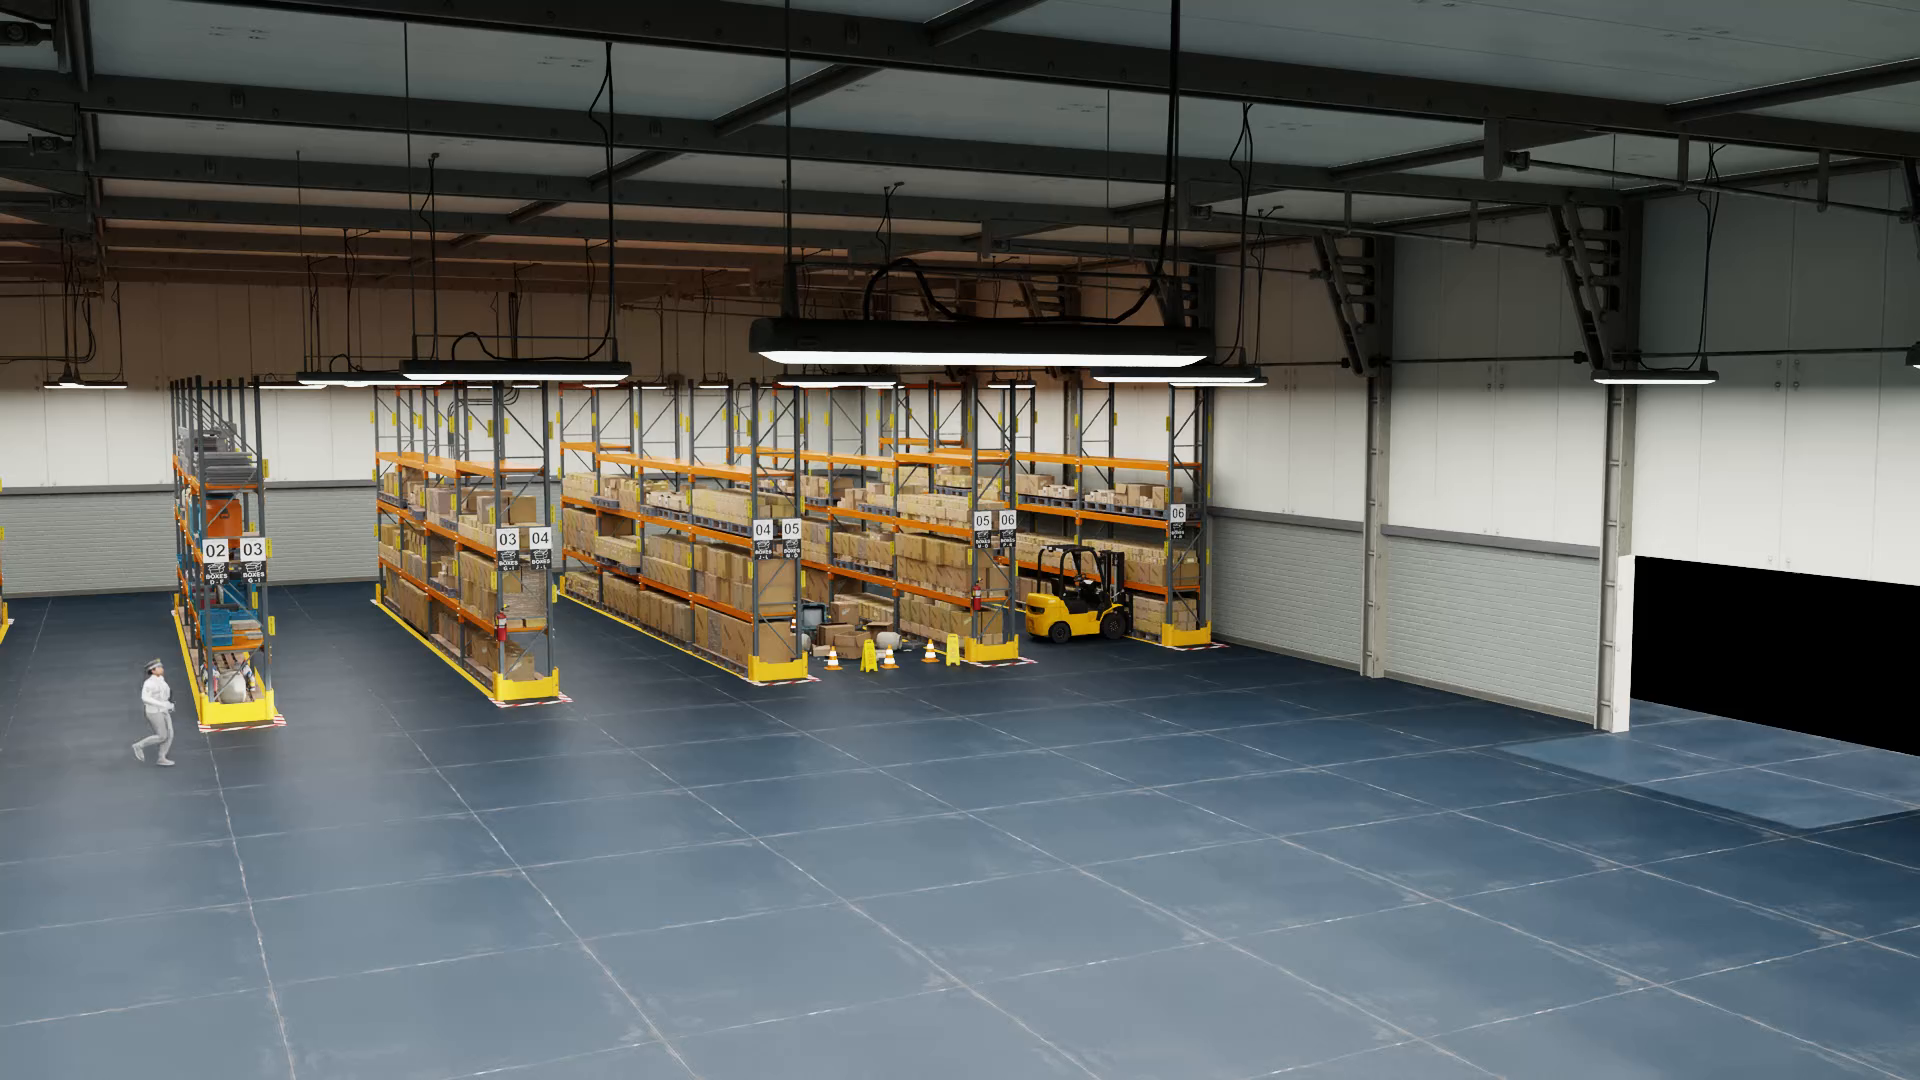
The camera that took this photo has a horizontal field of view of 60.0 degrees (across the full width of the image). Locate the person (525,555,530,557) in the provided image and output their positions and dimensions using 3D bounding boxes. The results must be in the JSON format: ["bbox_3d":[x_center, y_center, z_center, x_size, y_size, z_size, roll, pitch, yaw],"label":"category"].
[{"bbox_3d":[-11.813,0.846,45.550,0.575,1.691,0.828,-2,5,-17],"label":"person"}]

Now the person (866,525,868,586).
[{"bbox_3d":[-2.655,0.444,46.413,0.736,1.758,0.648,-2,6,-26],"label":"person"}]

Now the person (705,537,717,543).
[{"bbox_3d":[-7.557,0.436,50.726,0.641,1.620,0.574,-2,5,-21],"label":"person"}]

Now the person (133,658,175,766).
[{"bbox_3d":[-12.334,2.631,25.479,0.620,1.657,0.616,0,5,-3],"label":"person"}]
